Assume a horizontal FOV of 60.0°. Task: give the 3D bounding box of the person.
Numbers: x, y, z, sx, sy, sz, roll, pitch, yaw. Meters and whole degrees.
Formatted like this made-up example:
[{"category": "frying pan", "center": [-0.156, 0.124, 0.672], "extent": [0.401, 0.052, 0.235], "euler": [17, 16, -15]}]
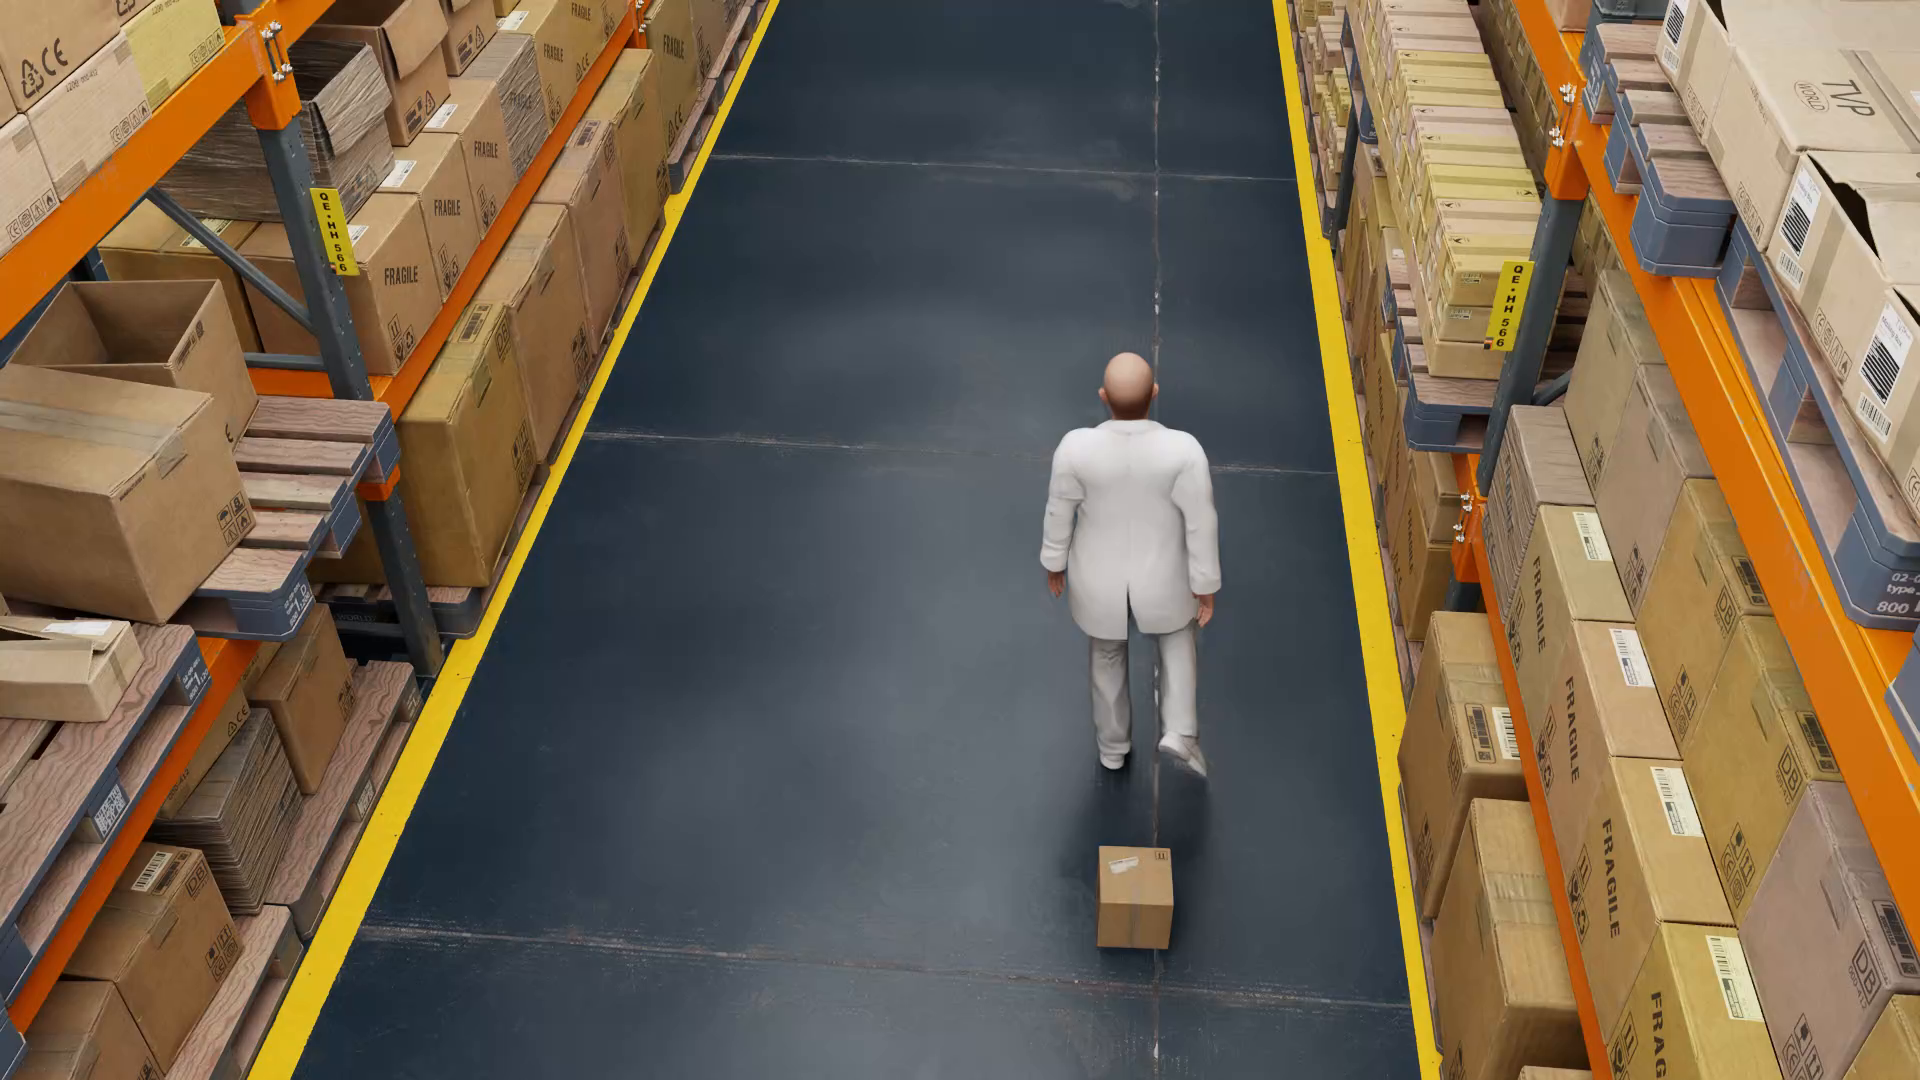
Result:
[{"category": "person", "center": [0.620, 0.143, 5.988], "extent": [0.677, 1.771, 0.594], "euler": [4, 40, 4]}]
